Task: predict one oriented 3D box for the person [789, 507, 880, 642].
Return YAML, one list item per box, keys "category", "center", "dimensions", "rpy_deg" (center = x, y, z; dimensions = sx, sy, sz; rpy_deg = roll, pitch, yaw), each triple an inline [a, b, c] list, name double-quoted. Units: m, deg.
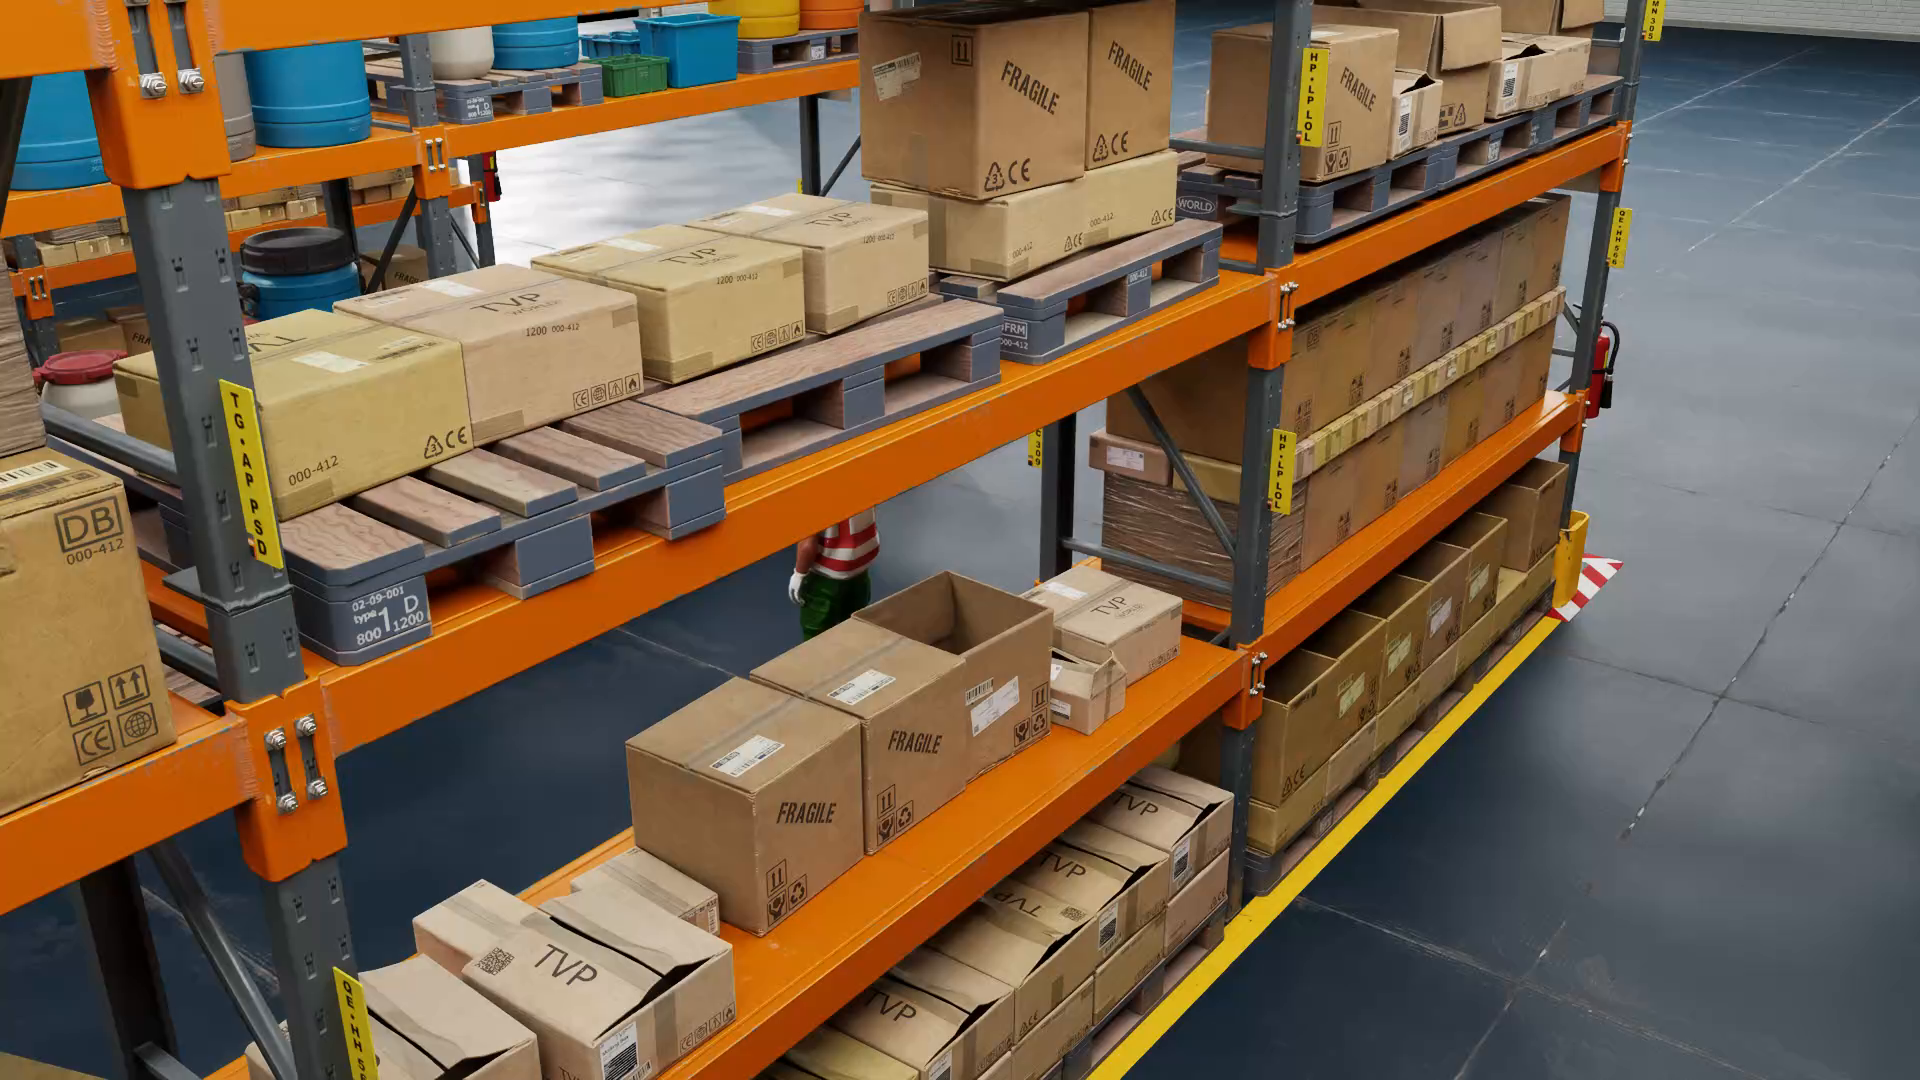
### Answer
- category: "person"
  center: [-0.644, 0.102, 8.344]
  dimensions: [0.453, 1.778, 0.607]
  rpy_deg: [15, 27, 30]
